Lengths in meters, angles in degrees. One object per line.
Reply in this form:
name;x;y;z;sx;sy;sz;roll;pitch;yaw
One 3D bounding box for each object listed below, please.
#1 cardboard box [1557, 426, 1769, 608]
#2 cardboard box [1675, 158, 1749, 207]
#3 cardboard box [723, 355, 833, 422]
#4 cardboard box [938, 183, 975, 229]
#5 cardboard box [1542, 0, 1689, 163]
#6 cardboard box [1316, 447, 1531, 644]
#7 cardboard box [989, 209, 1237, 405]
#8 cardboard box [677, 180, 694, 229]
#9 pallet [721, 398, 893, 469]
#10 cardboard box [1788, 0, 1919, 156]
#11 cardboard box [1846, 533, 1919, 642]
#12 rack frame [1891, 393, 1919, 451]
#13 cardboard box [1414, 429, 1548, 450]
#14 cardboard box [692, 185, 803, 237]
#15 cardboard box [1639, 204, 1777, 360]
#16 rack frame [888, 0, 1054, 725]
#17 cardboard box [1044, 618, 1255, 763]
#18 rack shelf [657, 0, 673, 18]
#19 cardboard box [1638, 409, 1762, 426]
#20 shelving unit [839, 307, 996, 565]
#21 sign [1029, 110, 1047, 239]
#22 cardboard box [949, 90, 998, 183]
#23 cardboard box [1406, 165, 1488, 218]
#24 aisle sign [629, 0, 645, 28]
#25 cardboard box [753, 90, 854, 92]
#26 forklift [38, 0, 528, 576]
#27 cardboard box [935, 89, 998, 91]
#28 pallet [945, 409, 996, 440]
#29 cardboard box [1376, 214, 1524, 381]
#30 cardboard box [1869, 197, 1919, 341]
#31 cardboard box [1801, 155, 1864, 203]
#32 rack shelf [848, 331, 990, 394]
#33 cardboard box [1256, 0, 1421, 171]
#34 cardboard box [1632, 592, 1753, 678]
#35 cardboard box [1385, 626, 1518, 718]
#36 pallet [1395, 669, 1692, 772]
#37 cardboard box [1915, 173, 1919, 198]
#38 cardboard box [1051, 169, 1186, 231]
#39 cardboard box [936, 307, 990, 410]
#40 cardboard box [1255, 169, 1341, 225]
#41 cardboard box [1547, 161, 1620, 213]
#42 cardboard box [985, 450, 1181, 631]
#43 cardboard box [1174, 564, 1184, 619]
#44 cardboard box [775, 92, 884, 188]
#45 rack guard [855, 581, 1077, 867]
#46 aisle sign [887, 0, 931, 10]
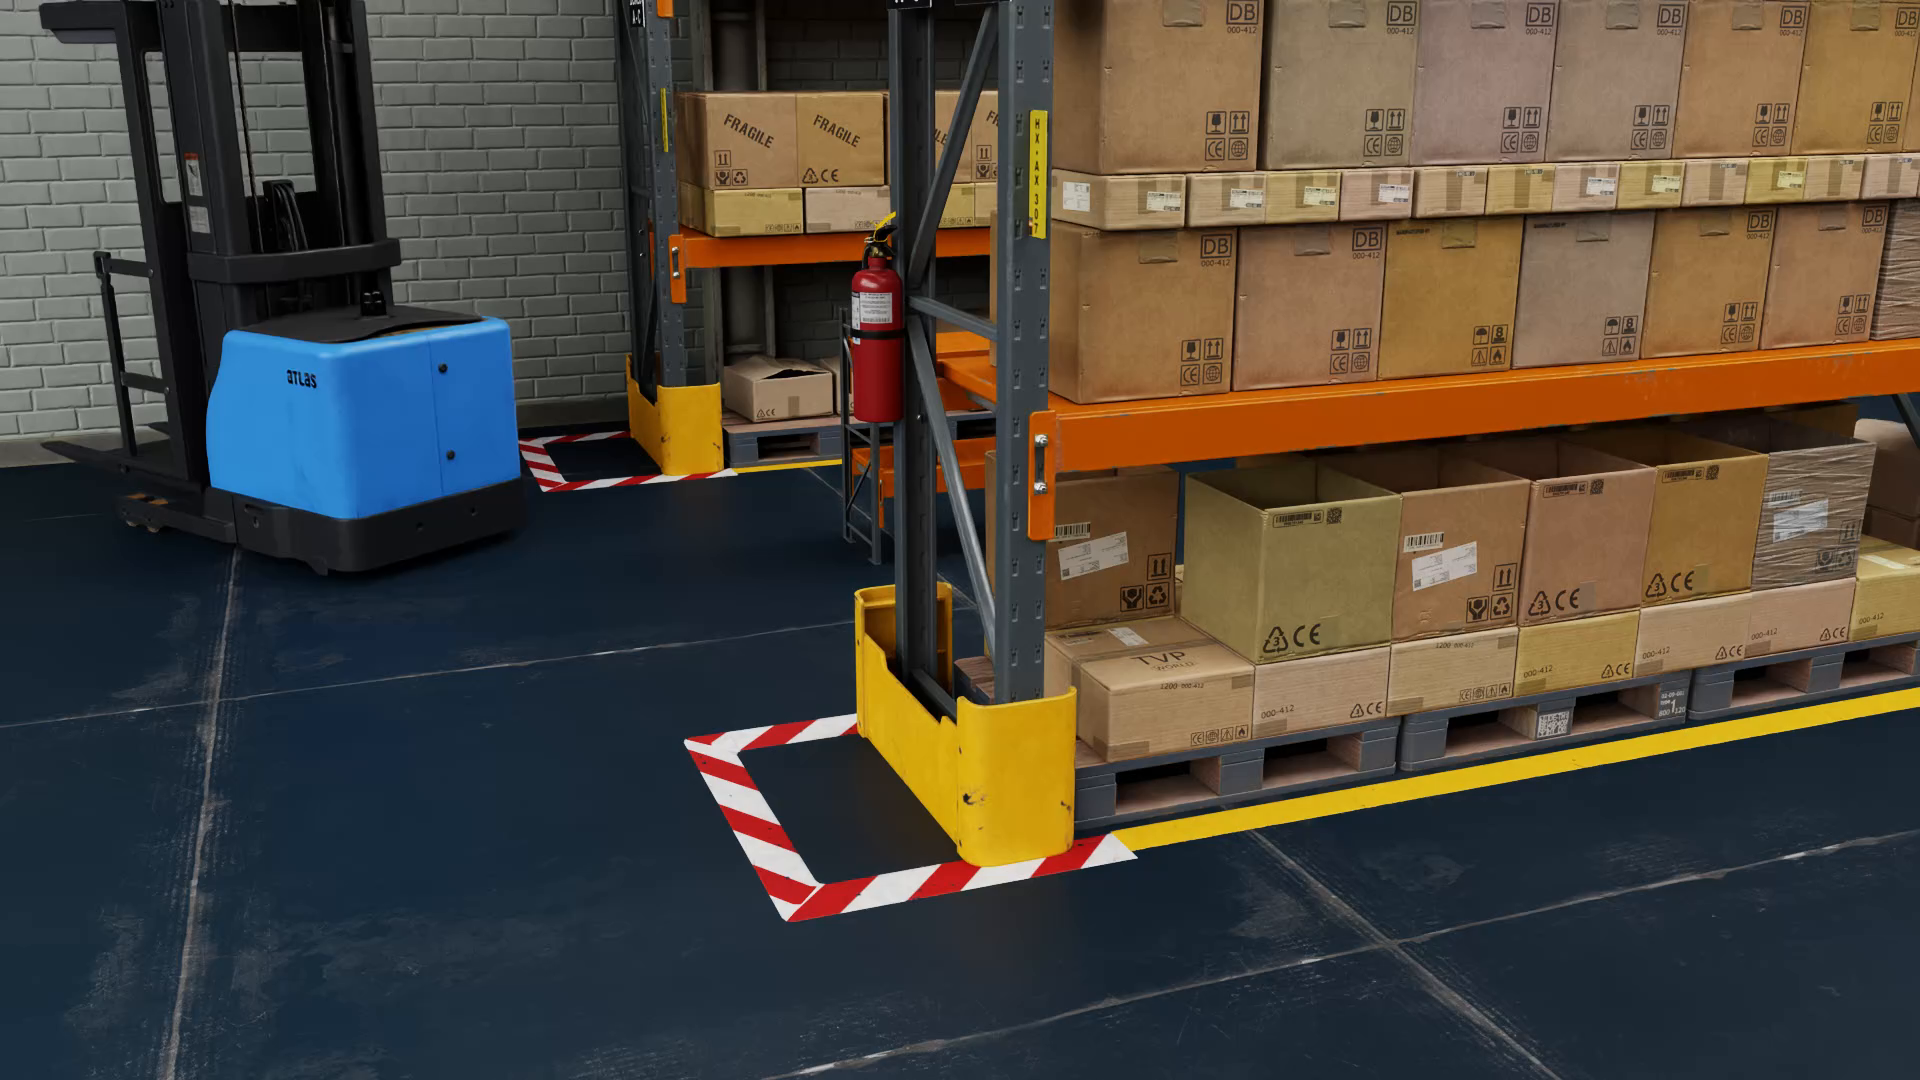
cardboard box;2.455;-0.095;5.903;0.500;0.500;0.500;-6;17;-20
cardboard box;2.383;-1.204;5.546;0.250;0.149;0.380;-6;17;-18
cardboard box;-1.086;-0.923;9.909;0.500;0.311;0.500;-8;18;-26
cardboard box;-0.238;-1.965;9.697;0.500;0.250;0.500;-6;18;-21
cardboard box;1.929;-1.529;5.500;0.500;0.500;0.700;-6;17;-20
cardboard box;1.521;0.005;5.562;0.500;0.500;0.500;-6;17;-20
cardboard box;0.452;-0.745;5.133;0.500;0.500;0.700;-6;17;-20
cardboard box;-1.397;-1.992;9.788;0.500;0.250;0.500;-6;17;-19
pallet;-0.922;-0.698;10.101;1.213;0.211;1.003;-6;17;-20
cardboard box;2.863;-1.629;5.842;0.500;0.500;0.700;-6;17;-20
cardboard box;3.392;0.166;6.345;0.500;0.250;0.500;-6;17;-20
rack frame;3.747;-1.056;6.372;0.127;3.000;1.000;-6;17;-20
cardboard box;1.802;-0.182;6.198;0.500;0.500;0.500;-6;17;-20
cardboard box;-1.195;-1.859;9.337;0.500;0.250;0.500;-7;18;-22
cardboard box;2.375;-0.953;5.844;0.500;0.500;0.700;-6;17;-19
rack frame;0.012;-0.653;4.998;0.127;3.000;1.000;-6;17;-20
cardboard box;0.592;0.469;5.311;0.500;0.250;0.500;-6;17;-20
rack shelf;0.103;-3.252;9.801;4.000;0.370;1.077;-6;17;-20
cardboard box;2.738;-0.281;6.537;0.500;0.500;0.500;-6;17;-20
shelving unit;0.006;-0.540;7.942;1.048;1.125;0.538;-6;17;-20
sign;0.205;-0.960;4.366;0.005;0.325;0.100;-6;17;-20
cardboard box;0.217;-2.375;9.763;0.500;0.500;0.500;-6;17;-18
cardboard box;1.419;-1.100;5.190;0.250;0.149;0.380;-7;18;-22
aisle sign;-1.724;-3.117;8.775;0.004;0.787;0.394;-6;17;-20
cardboard box;-0.927;-2.405;9.864;0.500;0.500;0.500;-6;17;-19
forklift;-3.608;-1.550;8.174;3.031;2.935;1.130;11;20;34
cardboard box;0.025;-2.509;10.218;0.500;0.500;0.500;-6;17;-19
pallet;0.215;-0.820;10.517;1.213;0.211;1.003;-6;17;-20
cardboard box;1.407;-0.847;5.483;0.500;0.500;0.700;-6;17;-20
cardboard box;3.335;-1.058;6.199;0.500;0.500;0.700;-7;18;-22
cardboard box;2.849;-1.253;5.714;0.250;0.149;0.380;-6;17;-20
rack shelf;0.006;-0.821;7.860;1.000;0.278;0.538;-6;17;-20
cardboard box;0.991;-1.427;5.154;0.500;0.500;0.700;-7;18;-22
cardboard box;2.460;0.268;5.997;0.500;0.250;0.500;-6;17;-20
cardboard box;1.525;0.368;5.657;0.500;0.250;0.500;-6;17;-20
pallet;1.848;0.475;6.106;1.213;0.211;1.003;-6;17;-20
cardboard box;3.338;-1.307;5.898;0.250;0.149;0.380;-7;18;-21
cardboard box;0.455;-0.995;4.835;0.250;0.149;0.380;-6;18;-20
cardboard box;0.149;-1.132;10.285;0.500;0.500;0.700;-7;18;-24
cardboard box;0.934;-1.047;5.012;0.250;0.149;0.380;-6;17;-20
cardboard box;1.891;-1.150;5.361;0.250;0.149;0.380;-6;17;-20
cardboard box;0.406;-0.027;5.672;0.500;0.500;0.500;-6;17;-20
cardboard box;0.869;0.279;5.958;0.500;0.250;0.500;-6;17;-20
cardboard box;-0.746;-2.270;9.403;0.500;0.500;0.500;-6;17;-20
rack guard;-0.011;0.549;5.342;0.348;0.500;1.175;-6;17;-20
aisle sign;-0.155;-1.971;4.872;0.004;0.787;0.394;-6;17;-20
